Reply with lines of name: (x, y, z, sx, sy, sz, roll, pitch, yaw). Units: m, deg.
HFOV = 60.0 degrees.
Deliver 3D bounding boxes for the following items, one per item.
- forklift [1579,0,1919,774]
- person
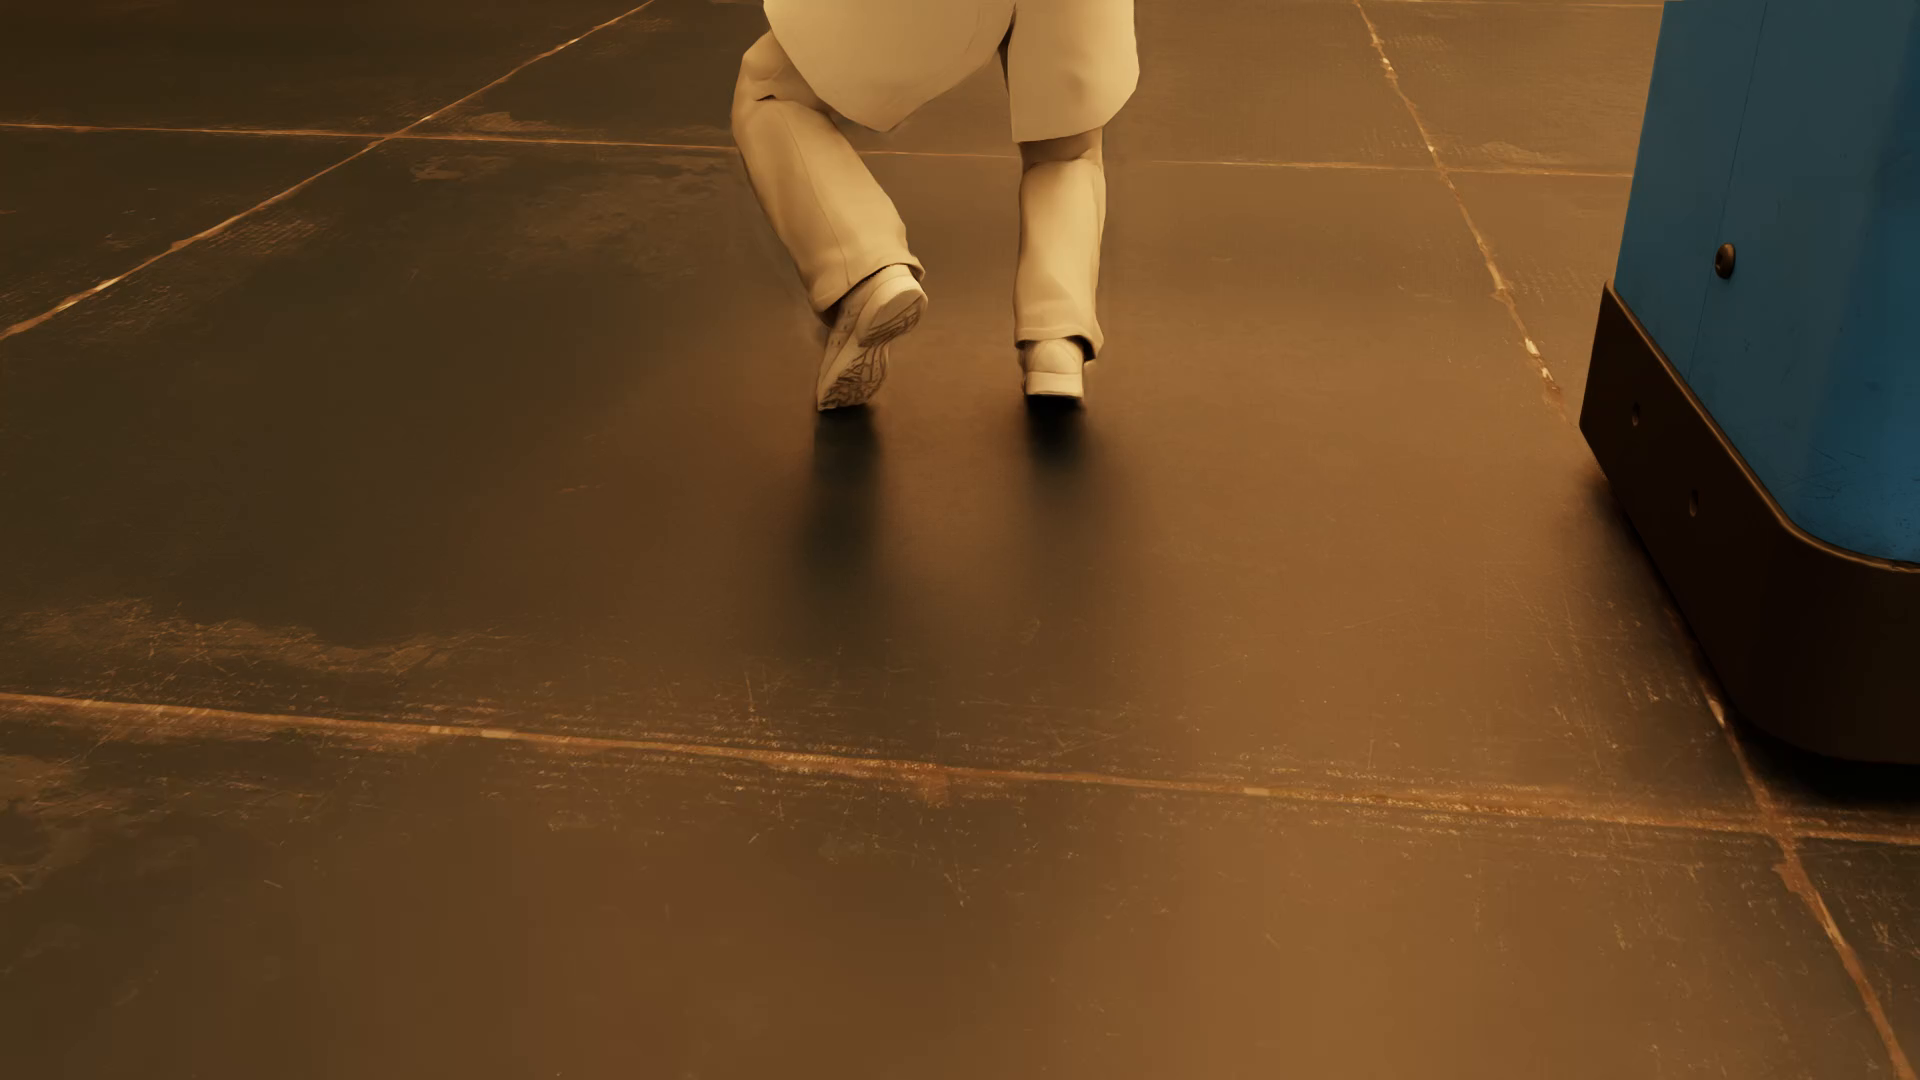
forklift: (2.461, -1.161, 1.543, 3.031, 2.935, 1.130, 3, 27, 6)
person: (-0.044, -0.974, 2.609, 1.022, 1.697, 0.770, -6, 27, -12)
